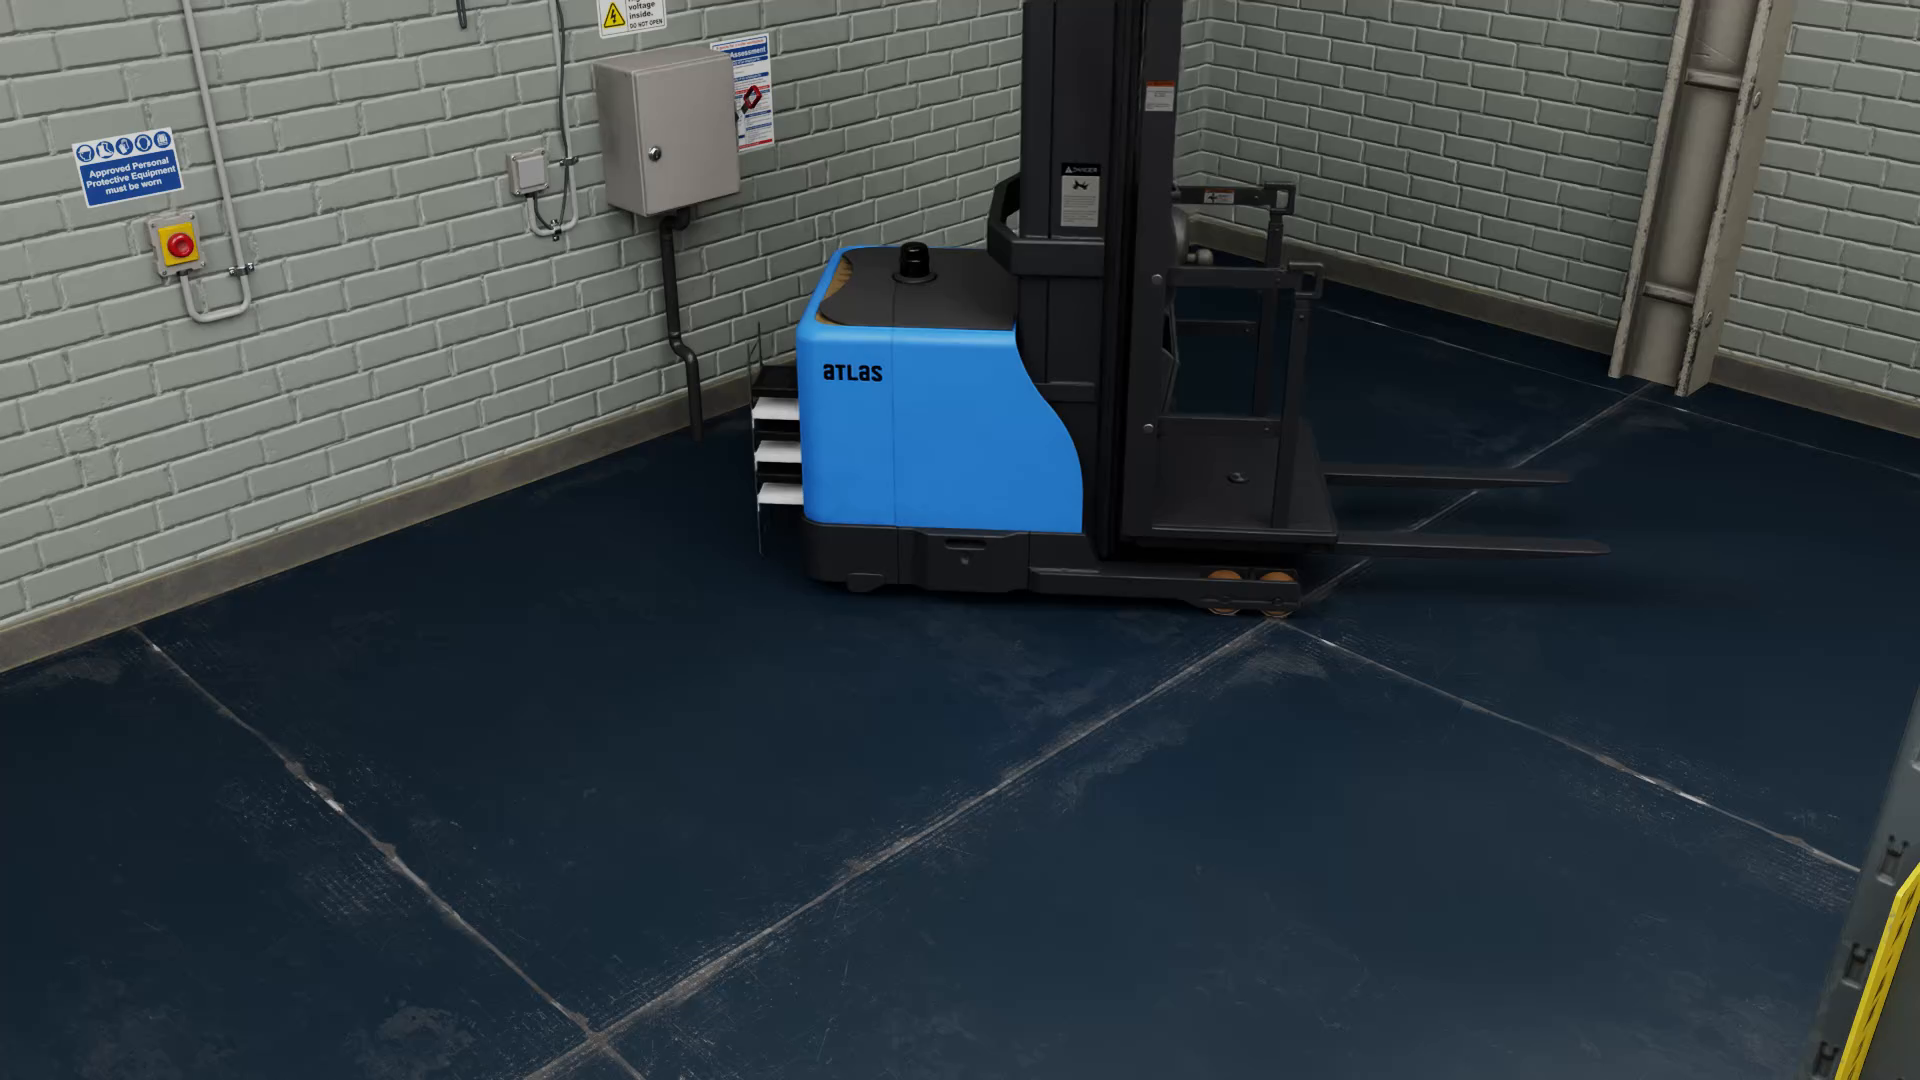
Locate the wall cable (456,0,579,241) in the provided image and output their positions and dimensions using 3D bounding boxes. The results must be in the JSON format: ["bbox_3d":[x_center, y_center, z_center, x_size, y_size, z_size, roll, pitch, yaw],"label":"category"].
[{"bbox_3d":[-1.754,-2.065,6.362,0.122,1.984,0.588,25,36,38],"label":"wall cable"}]

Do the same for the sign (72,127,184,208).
[{"bbox_3d":[-2.818,-1.264,5.641,0.001,0.218,0.327,25,36,38],"label":"sign"}]

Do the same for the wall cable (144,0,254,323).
[{"bbox_3d":[-2.740,-1.604,5.452,0.123,1.953,0.585,25,36,38],"label":"wall cable"}]

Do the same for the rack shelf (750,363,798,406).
[{"bbox_3d":[-0.684,-0.596,6.407,0.200,0.077,0.258,2,28,4],"label":"rack shelf"}]

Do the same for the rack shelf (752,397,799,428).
[{"bbox_3d":[-0.684,-0.516,6.449,0.200,0.077,0.258,2,28,4],"label":"rack shelf"}]

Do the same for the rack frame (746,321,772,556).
[{"bbox_3d":[-0.785,-0.390,6.525,0.006,0.900,0.240,2,28,4],"label":"rack frame"}]

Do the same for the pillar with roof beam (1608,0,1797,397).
[{"bbox_3d":[0.465,-3.362,3.475,0.400,9.000,9.100,25,36,38],"label":"pillar with roof beam"}]

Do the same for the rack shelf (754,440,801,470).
[{"bbox_3d":[-0.684,-0.357,6.533,0.200,0.077,0.258,2,28,4],"label":"rack shelf"}]

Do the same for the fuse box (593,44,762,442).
[{"bbox_3d":[-1.163,-1.220,7.231,0.414,1.711,0.539,25,36,38],"label":"fuse box"}]

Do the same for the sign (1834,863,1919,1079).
[{"bbox_3d":[0.904,0.456,1.645,0.005,0.325,0.100,25,36,38],"label":"sign"}]

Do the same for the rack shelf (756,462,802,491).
[{"bbox_3d":[-0.684,-0.277,6.575,0.200,0.077,0.258,2,28,4],"label":"rack shelf"}]

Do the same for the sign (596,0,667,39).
[{"bbox_3d":[-1.350,-2.205,6.833,0.001,0.242,0.339,25,36,38],"label":"sign"}]

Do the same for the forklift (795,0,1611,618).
[{"bbox_3d":[0.941,-1.267,6.010,3.031,2.935,1.130,2,28,4],"label":"forklift"}]

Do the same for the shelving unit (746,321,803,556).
[{"bbox_3d":[-0.684,-0.386,6.518,0.210,0.900,0.258,2,28,4],"label":"shelving unit"}]

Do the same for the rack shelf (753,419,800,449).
[{"bbox_3d":[-0.684,-0.436,6.491,0.200,0.077,0.258,2,28,4],"label":"rack shelf"}]

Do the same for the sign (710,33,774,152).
[{"bbox_3d":[-0.965,-1.979,7.394,0.001,0.494,0.329,25,36,38],"label":"sign"}]

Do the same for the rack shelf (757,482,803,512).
[{"bbox_3d":[-0.684,-0.197,6.617,0.200,0.077,0.258,2,28,4],"label":"rack shelf"}]
